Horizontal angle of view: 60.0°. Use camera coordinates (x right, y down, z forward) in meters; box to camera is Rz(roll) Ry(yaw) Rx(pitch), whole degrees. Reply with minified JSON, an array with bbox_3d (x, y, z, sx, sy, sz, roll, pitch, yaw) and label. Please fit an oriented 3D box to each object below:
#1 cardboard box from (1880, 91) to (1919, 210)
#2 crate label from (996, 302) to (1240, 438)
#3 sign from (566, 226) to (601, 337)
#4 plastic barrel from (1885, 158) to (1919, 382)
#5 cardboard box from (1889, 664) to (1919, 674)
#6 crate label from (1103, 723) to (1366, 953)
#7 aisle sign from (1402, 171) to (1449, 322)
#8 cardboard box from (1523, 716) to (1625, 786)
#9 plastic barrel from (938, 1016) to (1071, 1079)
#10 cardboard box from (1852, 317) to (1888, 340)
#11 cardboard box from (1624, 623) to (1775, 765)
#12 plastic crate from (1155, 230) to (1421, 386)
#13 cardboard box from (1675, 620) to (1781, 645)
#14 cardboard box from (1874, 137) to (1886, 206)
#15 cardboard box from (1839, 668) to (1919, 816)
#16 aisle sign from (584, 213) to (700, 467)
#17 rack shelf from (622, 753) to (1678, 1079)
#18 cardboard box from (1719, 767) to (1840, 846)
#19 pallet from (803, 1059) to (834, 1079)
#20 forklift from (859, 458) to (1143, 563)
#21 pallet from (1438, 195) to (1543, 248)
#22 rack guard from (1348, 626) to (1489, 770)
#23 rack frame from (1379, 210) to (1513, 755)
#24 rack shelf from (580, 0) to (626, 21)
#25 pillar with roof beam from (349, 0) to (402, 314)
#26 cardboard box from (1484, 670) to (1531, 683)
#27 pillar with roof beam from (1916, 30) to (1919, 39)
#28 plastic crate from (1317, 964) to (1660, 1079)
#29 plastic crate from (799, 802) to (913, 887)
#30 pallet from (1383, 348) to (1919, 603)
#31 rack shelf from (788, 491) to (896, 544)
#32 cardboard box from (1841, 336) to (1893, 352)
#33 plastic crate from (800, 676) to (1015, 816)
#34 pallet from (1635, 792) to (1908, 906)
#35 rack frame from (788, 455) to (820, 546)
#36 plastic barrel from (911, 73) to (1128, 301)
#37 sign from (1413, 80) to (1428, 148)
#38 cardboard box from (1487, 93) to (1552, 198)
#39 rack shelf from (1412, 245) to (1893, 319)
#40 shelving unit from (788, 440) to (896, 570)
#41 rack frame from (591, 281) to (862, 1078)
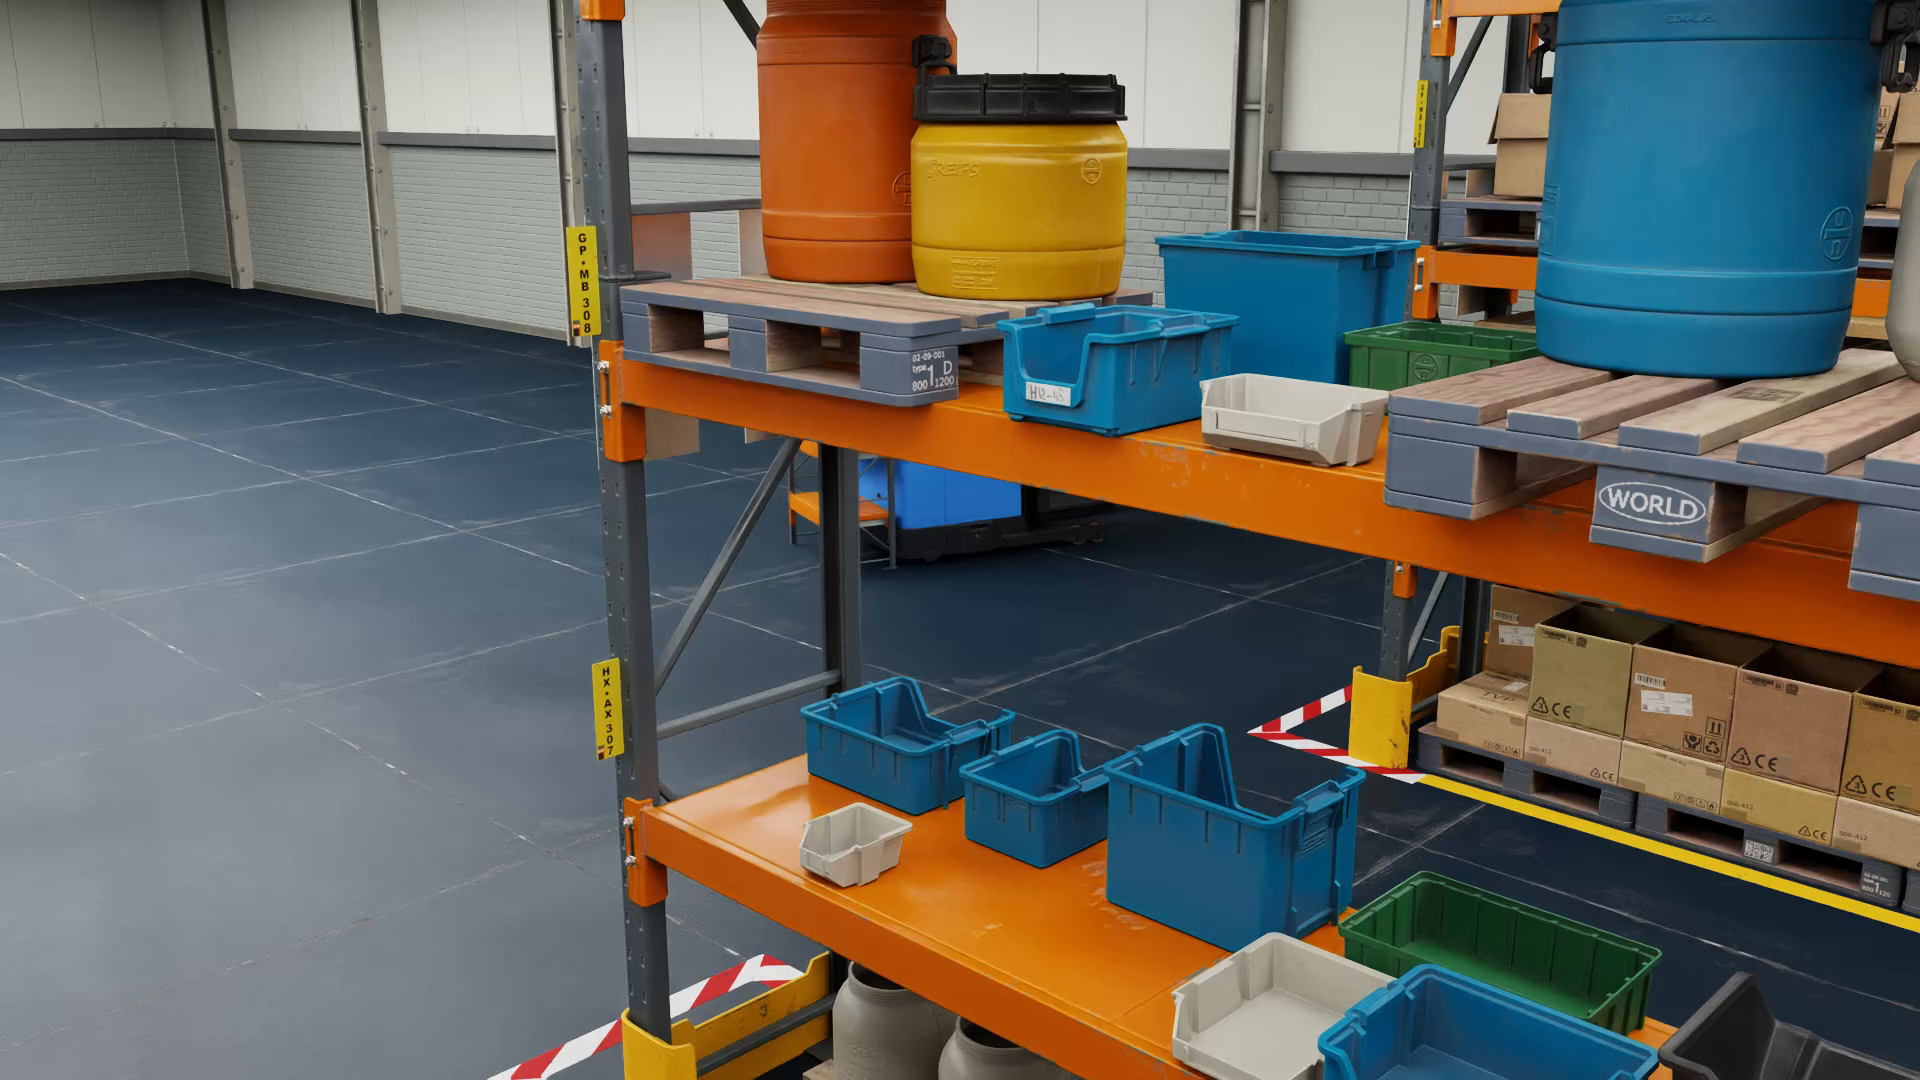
[{"bbox_3d":[4.477,-1.703,7.254,0.797,0.503,0.637,-12,19,-38],"label":"cardboard box"},{"bbox_3d":[0.372,-0.413,3.913,0.408,0.251,0.502,14,20,42],"label":"crate label"},{"bbox_3d":[-1.131,-0.778,5.001,0.005,0.325,0.100,14,20,42],"label":"sign"},{"bbox_3d":[1.960,-0.541,3.054,0.421,0.512,0.421,0,15,0],"label":"plastic barrel"},{"bbox_3d":[4.738,0.832,7.922,0.500,0.500,0.500,14,20,42],"label":"cardboard box"},{"bbox_3d":[0.767,0.835,4.708,0.616,0.435,0.502,14,20,42],"label":"crate label"},{"bbox_3d":[2.435,-1.533,8.711,0.004,0.787,0.394,14,20,42],"label":"aisle sign"},{"bbox_3d":[3.289,1.029,8.654,0.500,0.250,0.500,14,20,42],"label":"cardboard box"},{"bbox_3d":[0.142,1.769,5.296,0.421,0.512,0.421,0,15,0],"label":"plastic barrel"},{"bbox_3d":[6.615,-1.293,11.715,0.500,0.500,0.500,14,20,42],"label":"cardboard box"},{"bbox_3d":[3.657,0.752,8.231,0.500,0.500,0.500,14,20,42],"label":"cardboard box"},{"bbox_3d":[0.836,-0.586,4.313,0.575,0.384,0.392,14,20,42],"label":"plastic crate"},{"bbox_3d":[4.018,0.657,8.593,0.500,0.500,0.500,14,20,42],"label":"cardboard box"},{"bbox_3d":[6.560,-2.524,11.484,0.500,0.500,0.500,-13,19,-41],"label":"cardboard box"},{"bbox_3d":[4.375,0.927,7.557,0.500,0.500,0.500,14,20,42],"label":"cardboard box"},{"bbox_3d":[-1.001,-0.638,5.277,0.004,0.787,0.394,14,20,42],"label":"aisle sign"},{"bbox_3d":[0.694,1.277,4.508,4.000,0.370,1.077,14,20,42],"label":"rack shelf"},{"bbox_3d":[4.005,1.205,7.978,0.500,0.250,0.500,14,20,42],"label":"cardboard box"},{"bbox_3d":[-0.077,2.076,5.544,1.213,0.211,1.003,14,20,42],"label":"pallet"},{"bbox_3d":[0.656,-1.483,13.812,3.031,2.935,1.130,-8,16,-27],"label":"forklift"},{"bbox_3d":[3.186,-1.600,8.348,1.213,0.211,1.003,14,20,42],"label":"pallet"},{"bbox_3d":[2.678,0.886,9.540,0.348,0.500,1.175,14,20,42],"label":"rack guard"},{"bbox_3d":[2.695,-0.319,9.208,0.127,3.000,1.000,14,20,42],"label":"rack frame"},{"bbox_3d":[0.694,-1.432,3.802,4.000,0.370,1.077,14,20,42],"label":"rack shelf"},{"bbox_3d":[-13.030,-7.576,25.159,0.400,9.000,9.100,14,20,42],"label":"pillar with roof beam"},{"bbox_3d":[3.286,0.848,9.348,0.500,0.250,0.500,14,20,42],"label":"cardboard box"},{"bbox_3d":[4.247,-3.375,9.039,0.400,9.000,9.100,14,20,42],"label":"pillar with roof beam"},{"bbox_3d":[1.149,1.207,3.647,0.616,0.251,0.499,14,20,42],"label":"plastic crate"},{"bbox_3d":[-0.325,0.922,4.968,0.250,0.136,0.298,14,20,42],"label":"plastic crate"},{"bbox_3d":[1.547,-0.189,3.136,1.003,0.211,1.213,14,20,42],"label":"pallet"},{"bbox_3d":[-0.957,-0.178,13.344,0.538,0.278,1.000,-7,16,-24],"label":"rack shelf"},{"bbox_3d":[4.167,-0.635,7.650,0.500,0.500,0.700,14,20,42],"label":"cardboard box"},{"bbox_3d":[-0.178,0.684,5.651,0.616,0.251,0.499,14,20,42],"label":"plastic crate"},{"bbox_3d":[4.149,1.370,8.256,1.213,0.211,1.003,14,20,42],"label":"pallet"},{"bbox_3d":[-1.177,-0.530,13.726,0.500,1.125,0.032,-7,16,-24],"label":"rack frame"},{"bbox_3d":[0.163,-0.990,4.628,0.600,0.588,0.600,0,15,0],"label":"plastic barrel"},{"bbox_3d":[2.306,-2.132,8.327,0.005,0.325,0.100,14,20,42],"label":"sign"},{"bbox_3d":[3.106,-1.990,8.358,0.797,0.503,0.637,-13,19,-40],"label":"cardboard box"},{"bbox_3d":[4.135,-1.073,7.578,4.000,0.370,1.077,14,20,42],"label":"rack shelf"},{"bbox_3d":[-0.958,-0.414,13.282,0.538,1.125,1.048,-7,16,-24],"label":"shelving unit"},{"bbox_3d":[-0.746,0.579,5.760,0.127,3.000,1.000,14,20,42],"label":"rack frame"}]
